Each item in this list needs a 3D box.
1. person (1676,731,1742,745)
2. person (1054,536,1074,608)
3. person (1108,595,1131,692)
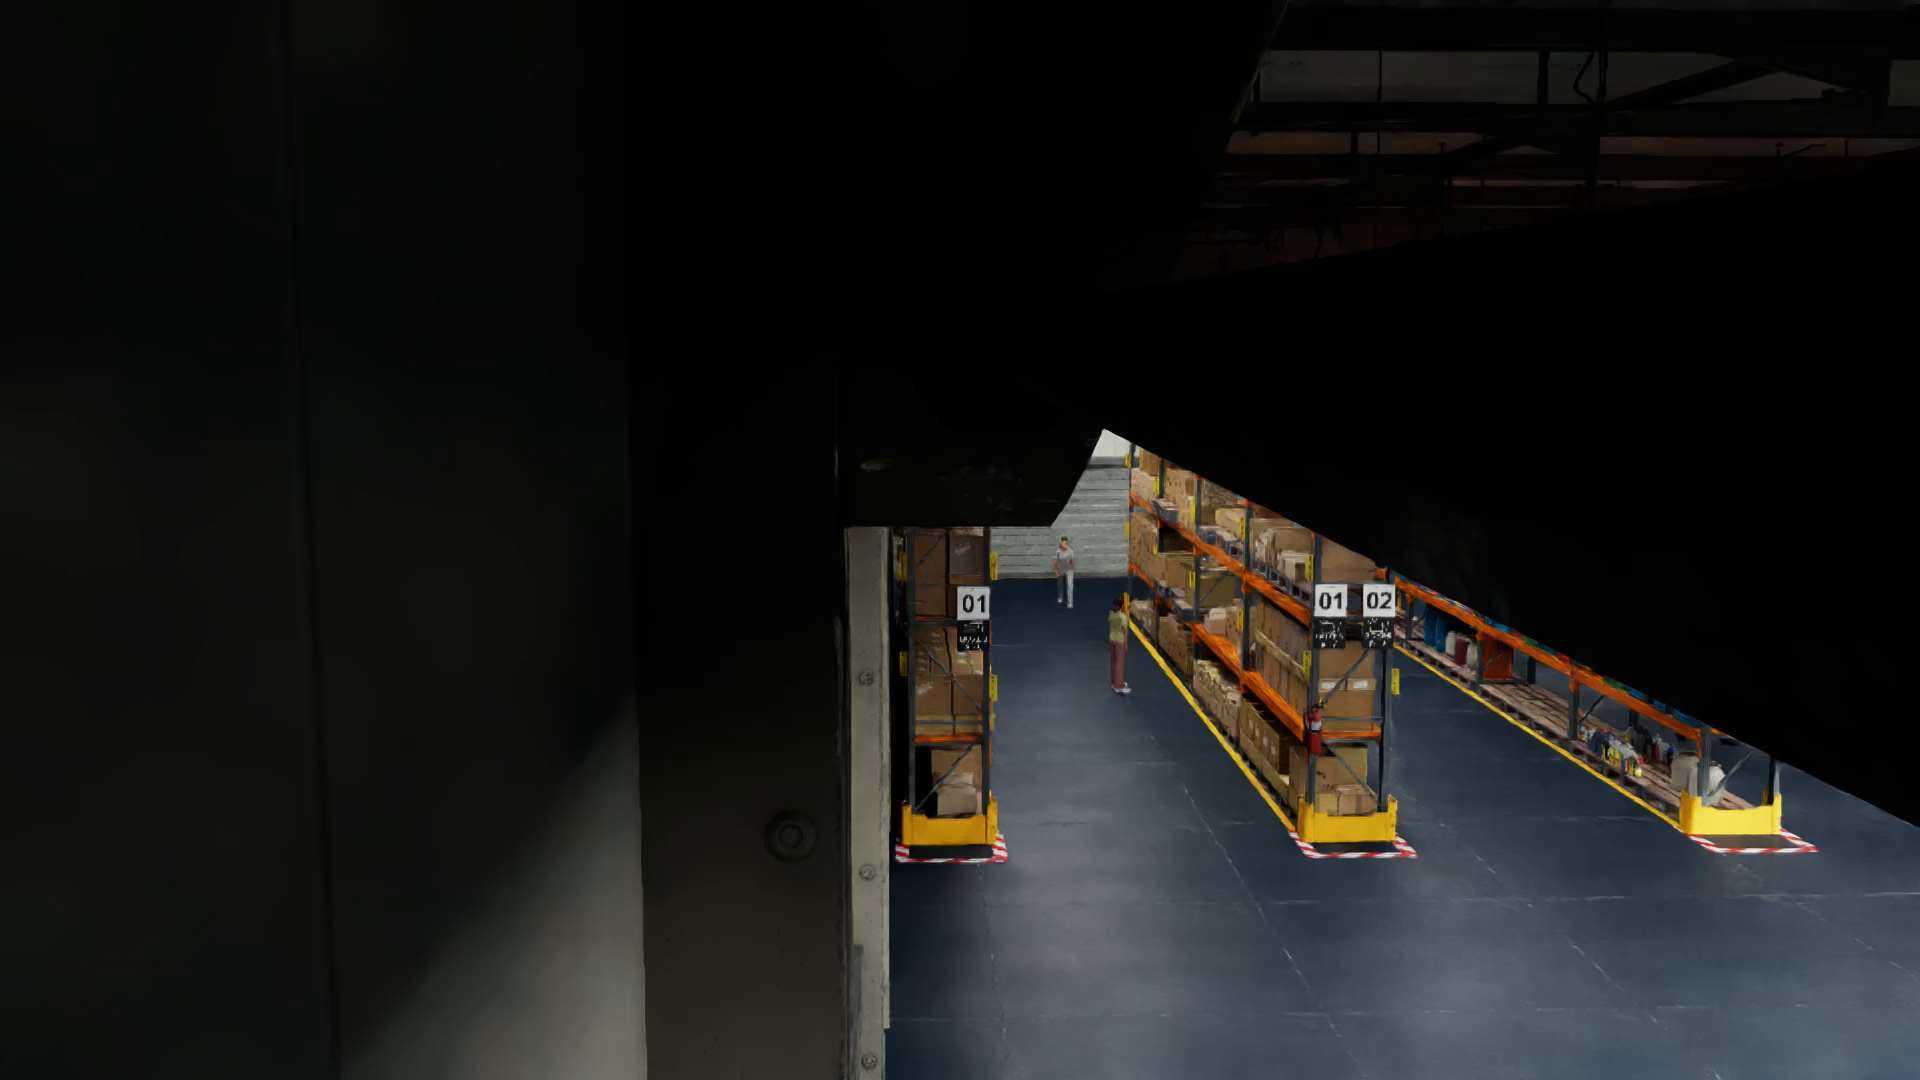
[{"bbox_3d":[11.359,2.277,25.264,0.661,1.658,0.837,-2,8,-19],"label":"person"},{"bbox_3d":[2.352,0.704,37.680,0.446,1.590,1.110,0,7,0],"label":"person"},{"bbox_3d":[2.796,1.786,28.936,0.434,1.673,0.494,-5,9,-33],"label":"person"}]
